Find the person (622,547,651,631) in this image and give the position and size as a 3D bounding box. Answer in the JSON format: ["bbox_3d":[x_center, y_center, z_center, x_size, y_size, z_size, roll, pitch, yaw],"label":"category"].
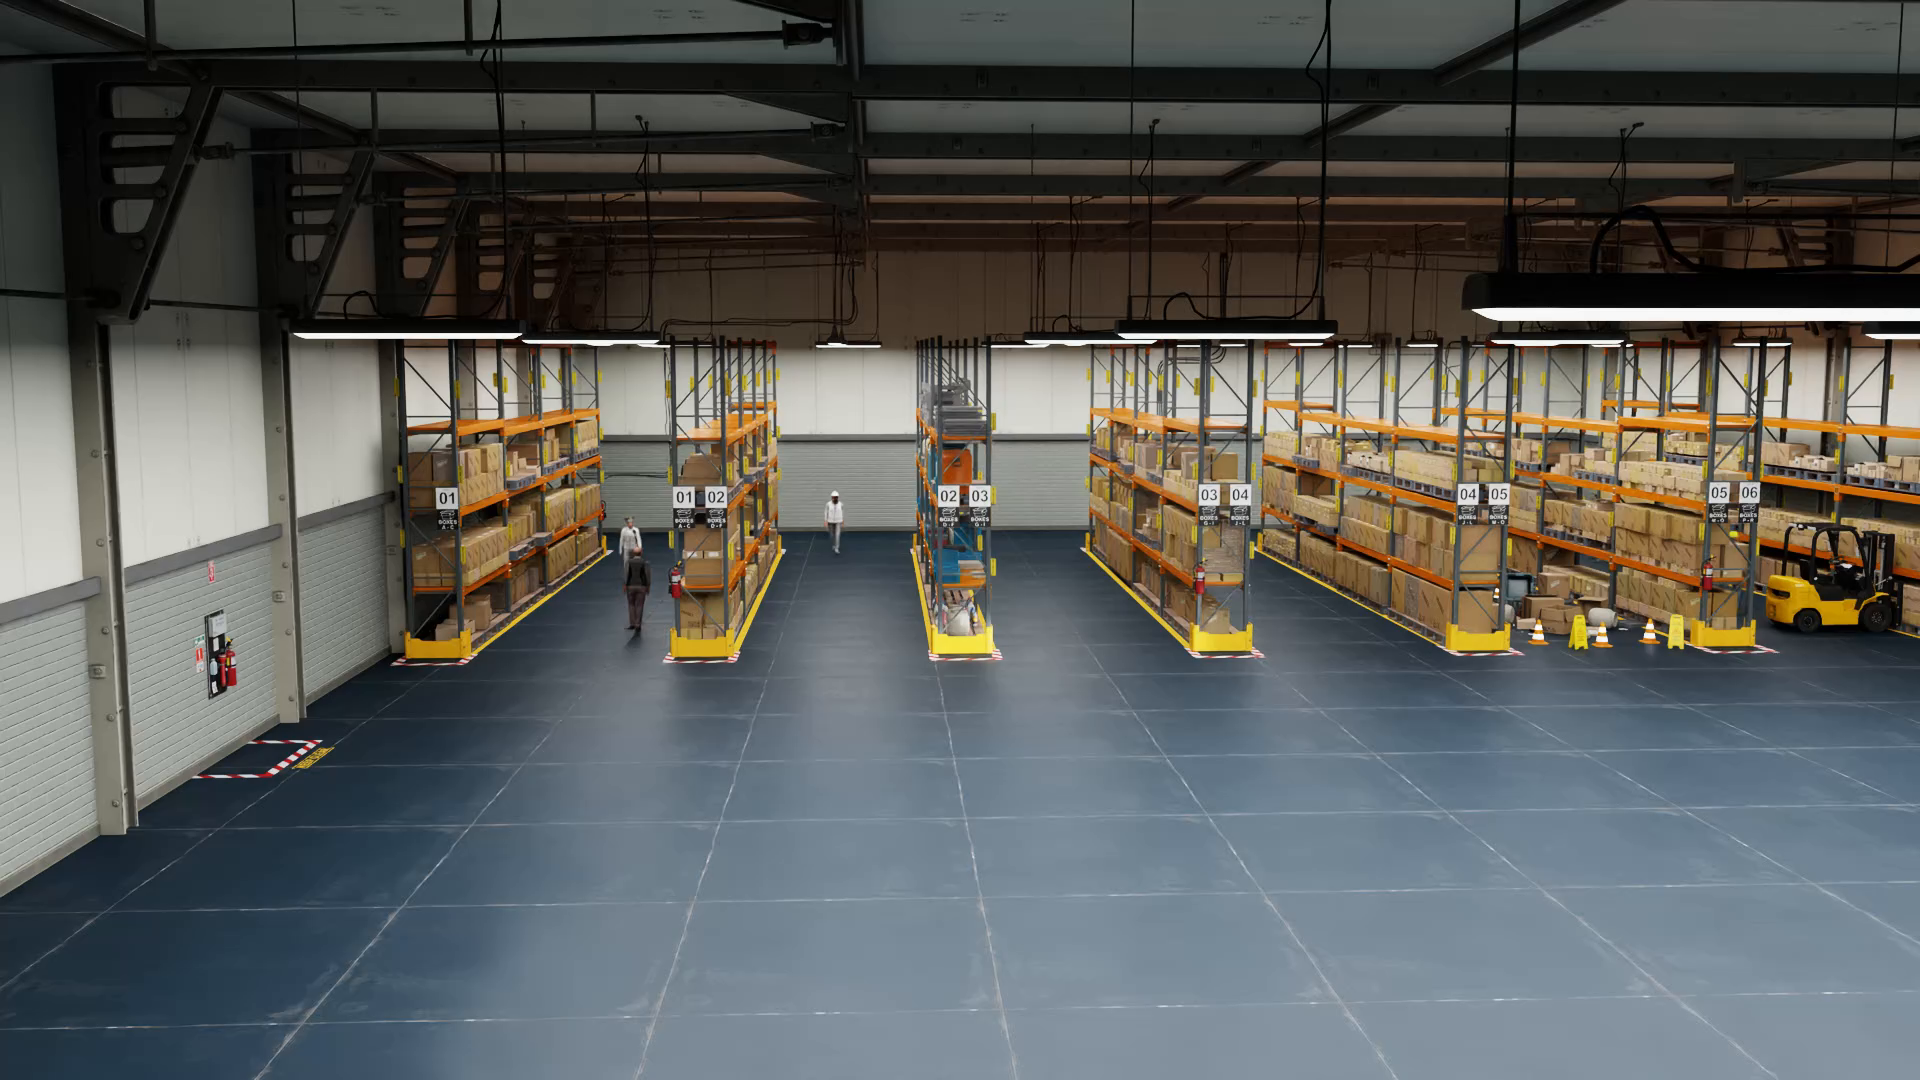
[{"bbox_3d":[-6.630,1.026,34.126,0.585,1.768,0.613,-1,7,-6],"label":"person"}]

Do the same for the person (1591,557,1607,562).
[{"bbox_3d":[17.557,-0.220,45.212,0.464,1.703,0.547,-4,8,-30],"label":"person"}]

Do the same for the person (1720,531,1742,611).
[{"bbox_3d":[17.113,0.706,36.728,0.533,1.806,0.602,-1,7,-9],"label":"person"}]

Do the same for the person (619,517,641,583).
[{"bbox_3d":[-8.186,0.218,41.209,0.586,1.614,1.023,0,6,-1],"label":"person"}]

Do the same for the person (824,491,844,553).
[{"bbox_3d":[-3.589,-0.513,47.235,0.548,1.725,1.027,0,6,2],"label":"person"}]
